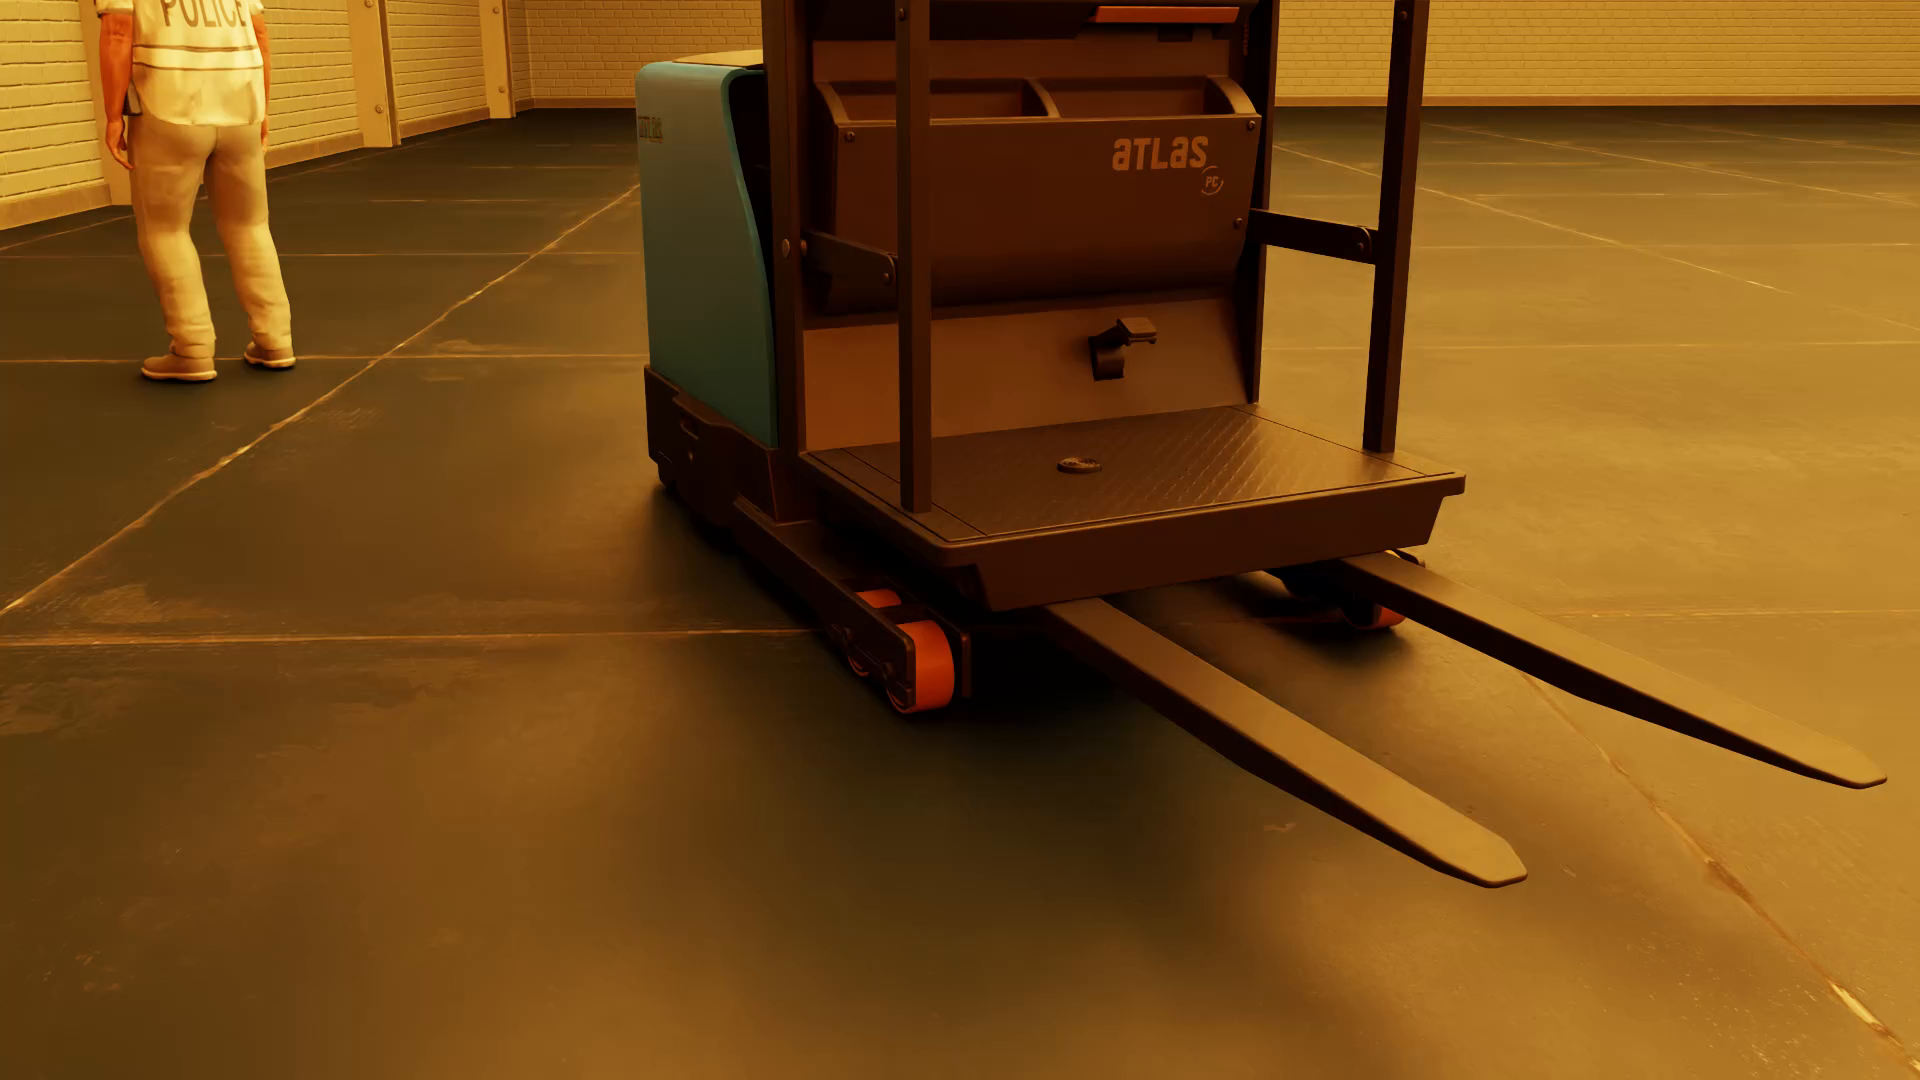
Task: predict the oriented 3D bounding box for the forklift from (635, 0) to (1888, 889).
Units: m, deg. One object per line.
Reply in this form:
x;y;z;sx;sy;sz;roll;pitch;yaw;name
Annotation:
0.258;-1.240;2.962;1.130;2.935;3.031;-8;19;-24;forklift

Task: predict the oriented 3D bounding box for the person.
-2.568;-1.416;5.560;0.440;1.747;0.585;13;21;36;person
